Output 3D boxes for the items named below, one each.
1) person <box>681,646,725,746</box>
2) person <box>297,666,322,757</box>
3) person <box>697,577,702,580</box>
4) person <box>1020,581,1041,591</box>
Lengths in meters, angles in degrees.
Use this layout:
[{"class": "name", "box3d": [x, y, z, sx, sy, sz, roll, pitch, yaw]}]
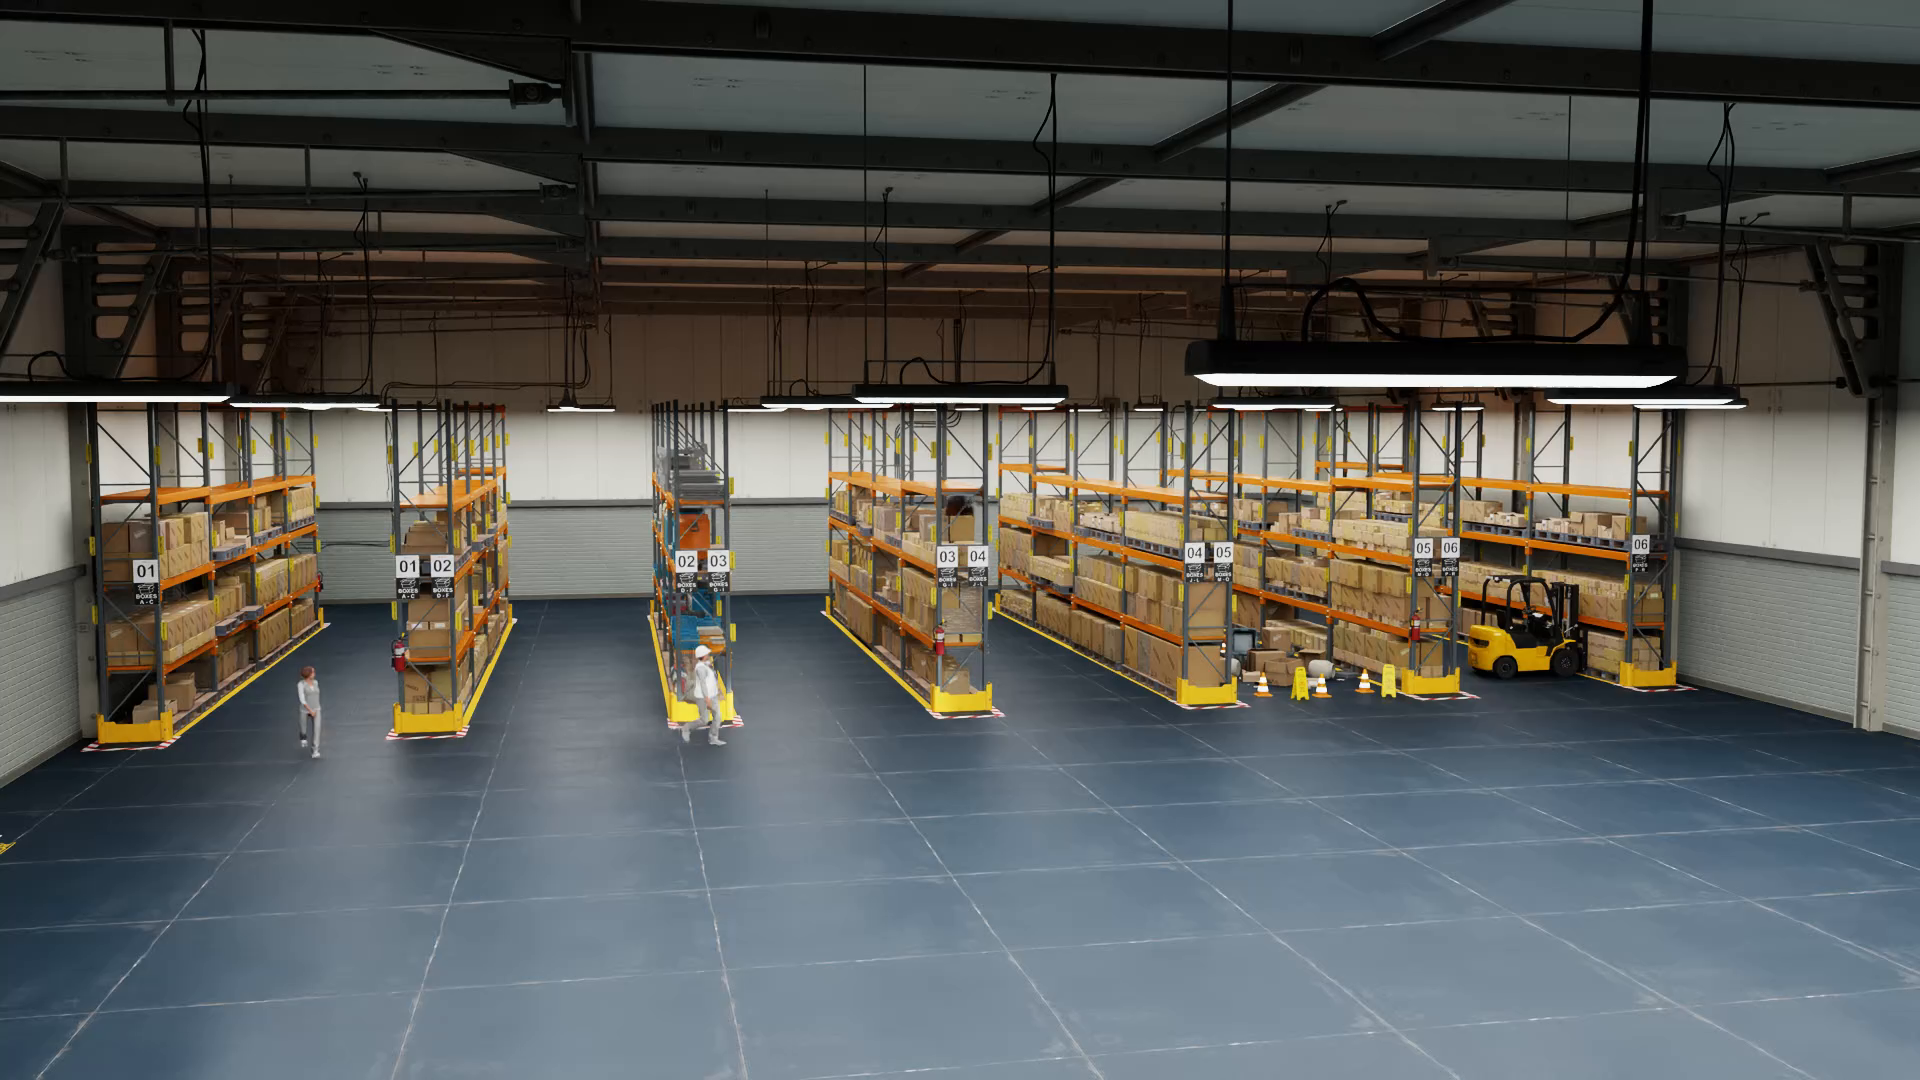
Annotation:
[{"class": "person", "box3d": [-4.438, 2.682, 28.707, 0.732, 1.737, 0.514, 2, 5, 24]}, {"class": "person", "box3d": [-10.925, 2.871, 27.958, 0.378, 1.493, 0.960, -2, 5, -30]}, {"class": "person", "box3d": [-7.696, 1.144, 49.052, 0.587, 1.729, 1.092, -3, 5, -35]}, {"class": "person", "box3d": [2.101, 0.994, 51.008, 0.749, 1.731, 0.580, -4, 6, -44]}]
